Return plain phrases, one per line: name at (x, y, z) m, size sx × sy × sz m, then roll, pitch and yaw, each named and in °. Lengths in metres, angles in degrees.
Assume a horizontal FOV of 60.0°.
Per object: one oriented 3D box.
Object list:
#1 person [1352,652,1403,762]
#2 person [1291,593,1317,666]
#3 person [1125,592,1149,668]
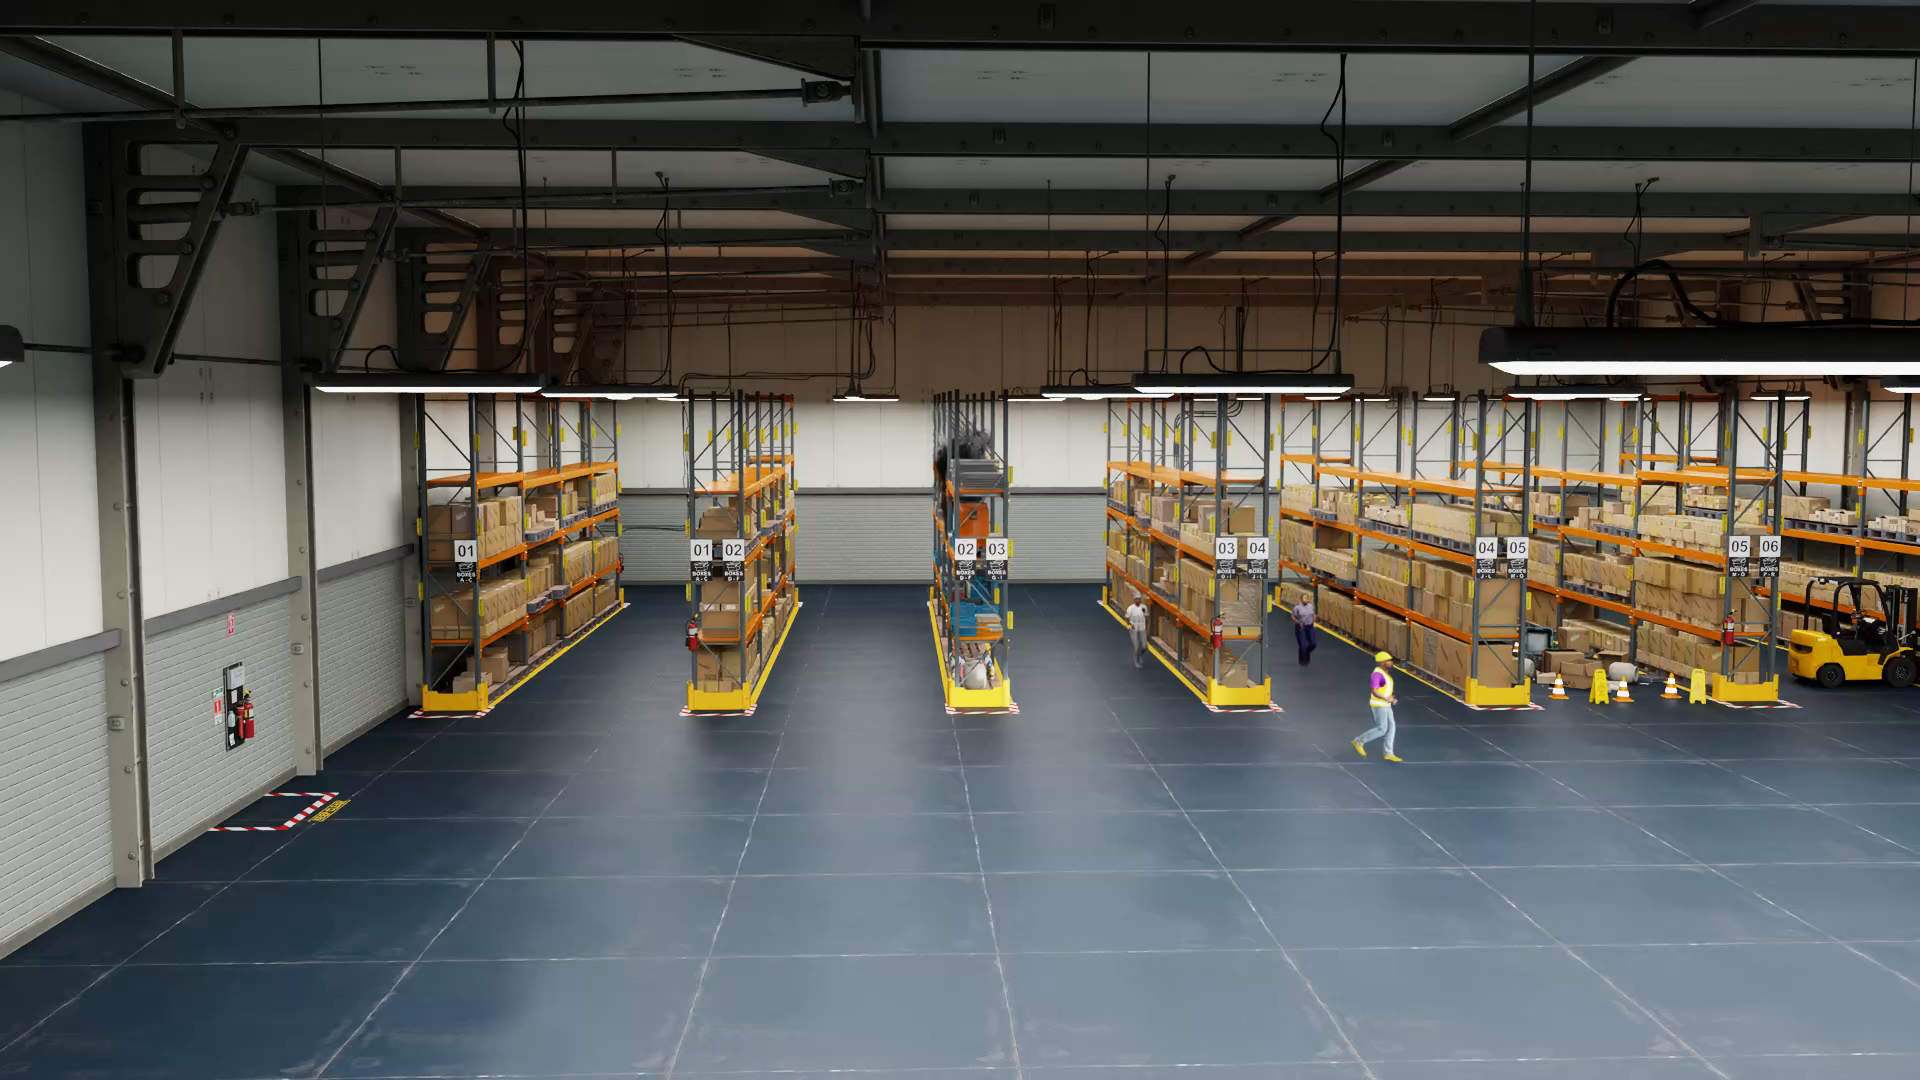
person at (6.741, 2.671, 26.755) m, size 0.800 × 1.767 × 0.725 m, roll 2°, pitch 5°, yaw 25°
person at (7.541, 1.959, 36.319) m, size 0.581 × 1.603 × 0.536 m, roll -1°, pitch 5°, yaw -9°
person at (3.868, 1.953, 36.064) m, size 0.550 × 1.655 × 0.544 m, roll 0°, pitch 5°, yaw -6°
